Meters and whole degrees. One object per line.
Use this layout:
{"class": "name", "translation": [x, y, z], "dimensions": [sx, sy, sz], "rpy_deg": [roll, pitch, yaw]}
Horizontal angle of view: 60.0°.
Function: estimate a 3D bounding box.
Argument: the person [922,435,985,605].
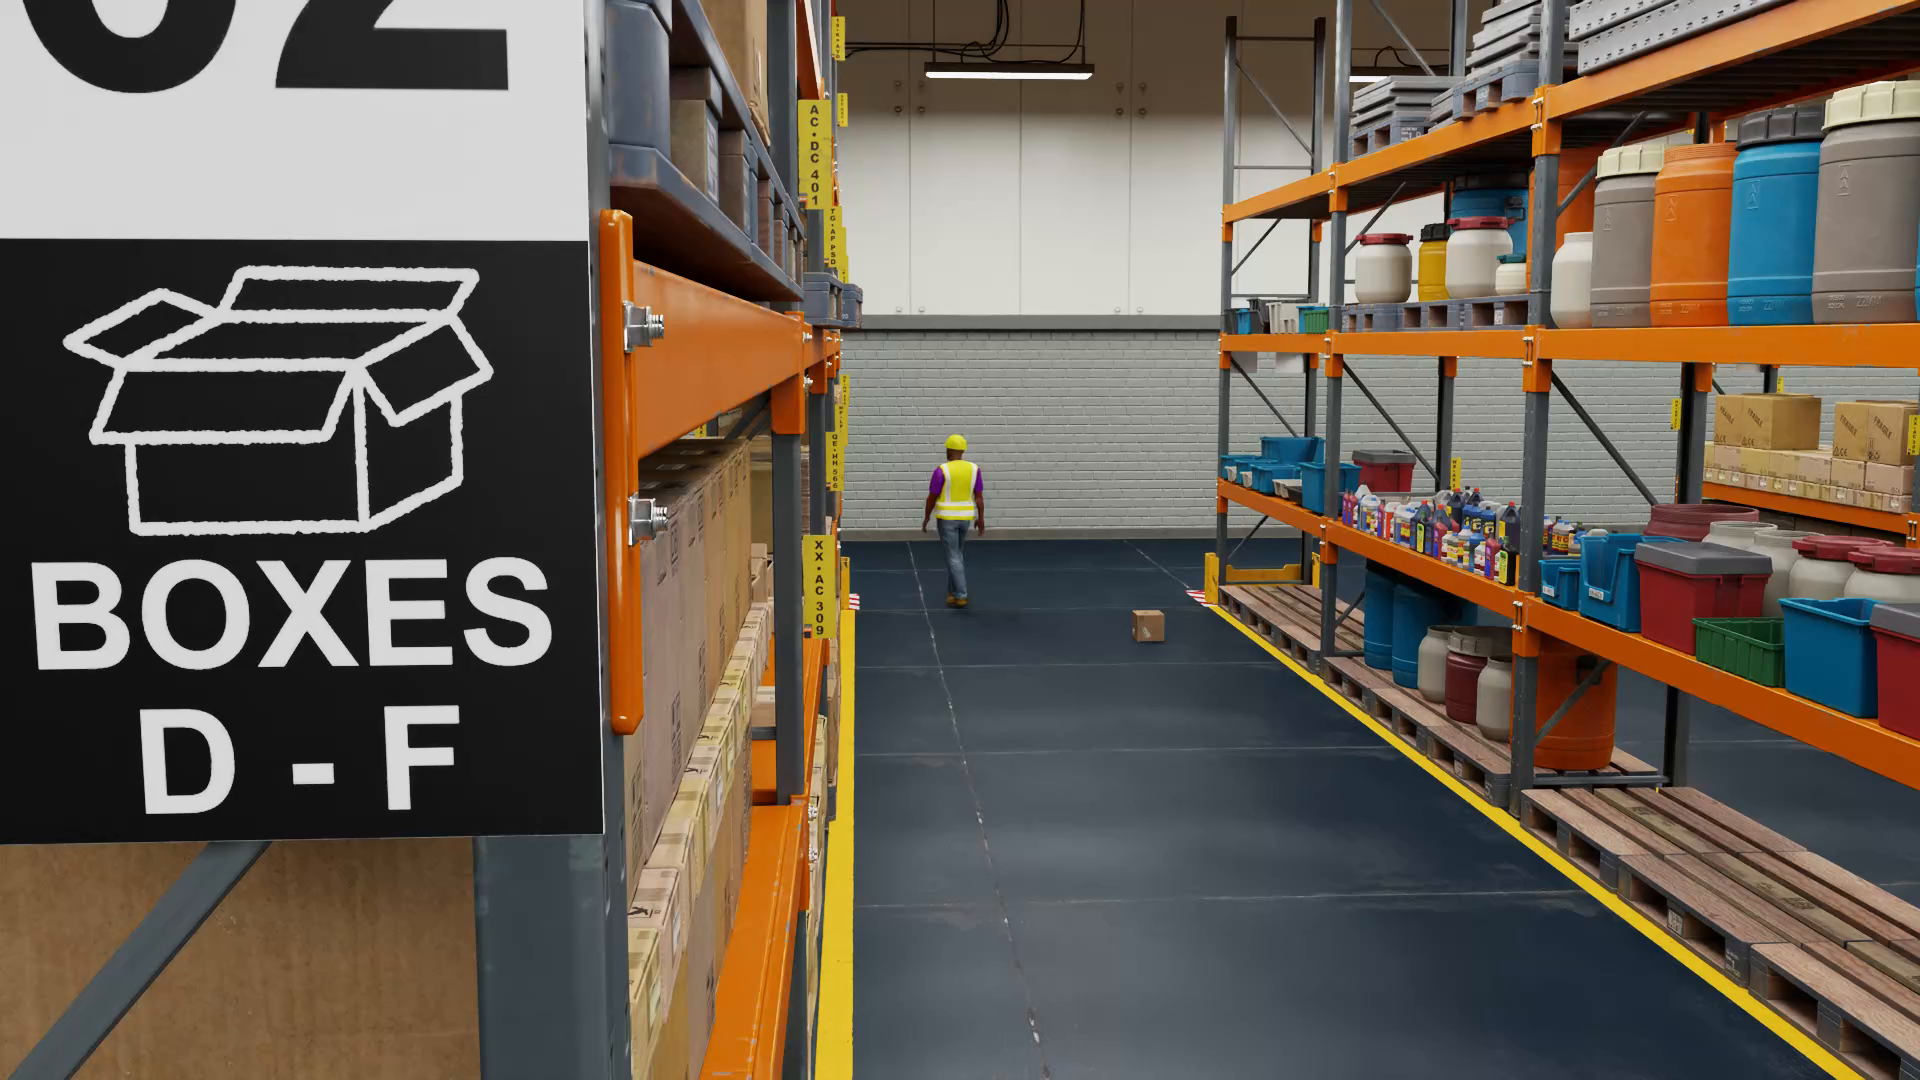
{"class": "person", "translation": [-0.086, -0.187, 17.277], "dimensions": [0.609, 1.818, 0.646], "rpy_deg": [-4, 8, -31]}
